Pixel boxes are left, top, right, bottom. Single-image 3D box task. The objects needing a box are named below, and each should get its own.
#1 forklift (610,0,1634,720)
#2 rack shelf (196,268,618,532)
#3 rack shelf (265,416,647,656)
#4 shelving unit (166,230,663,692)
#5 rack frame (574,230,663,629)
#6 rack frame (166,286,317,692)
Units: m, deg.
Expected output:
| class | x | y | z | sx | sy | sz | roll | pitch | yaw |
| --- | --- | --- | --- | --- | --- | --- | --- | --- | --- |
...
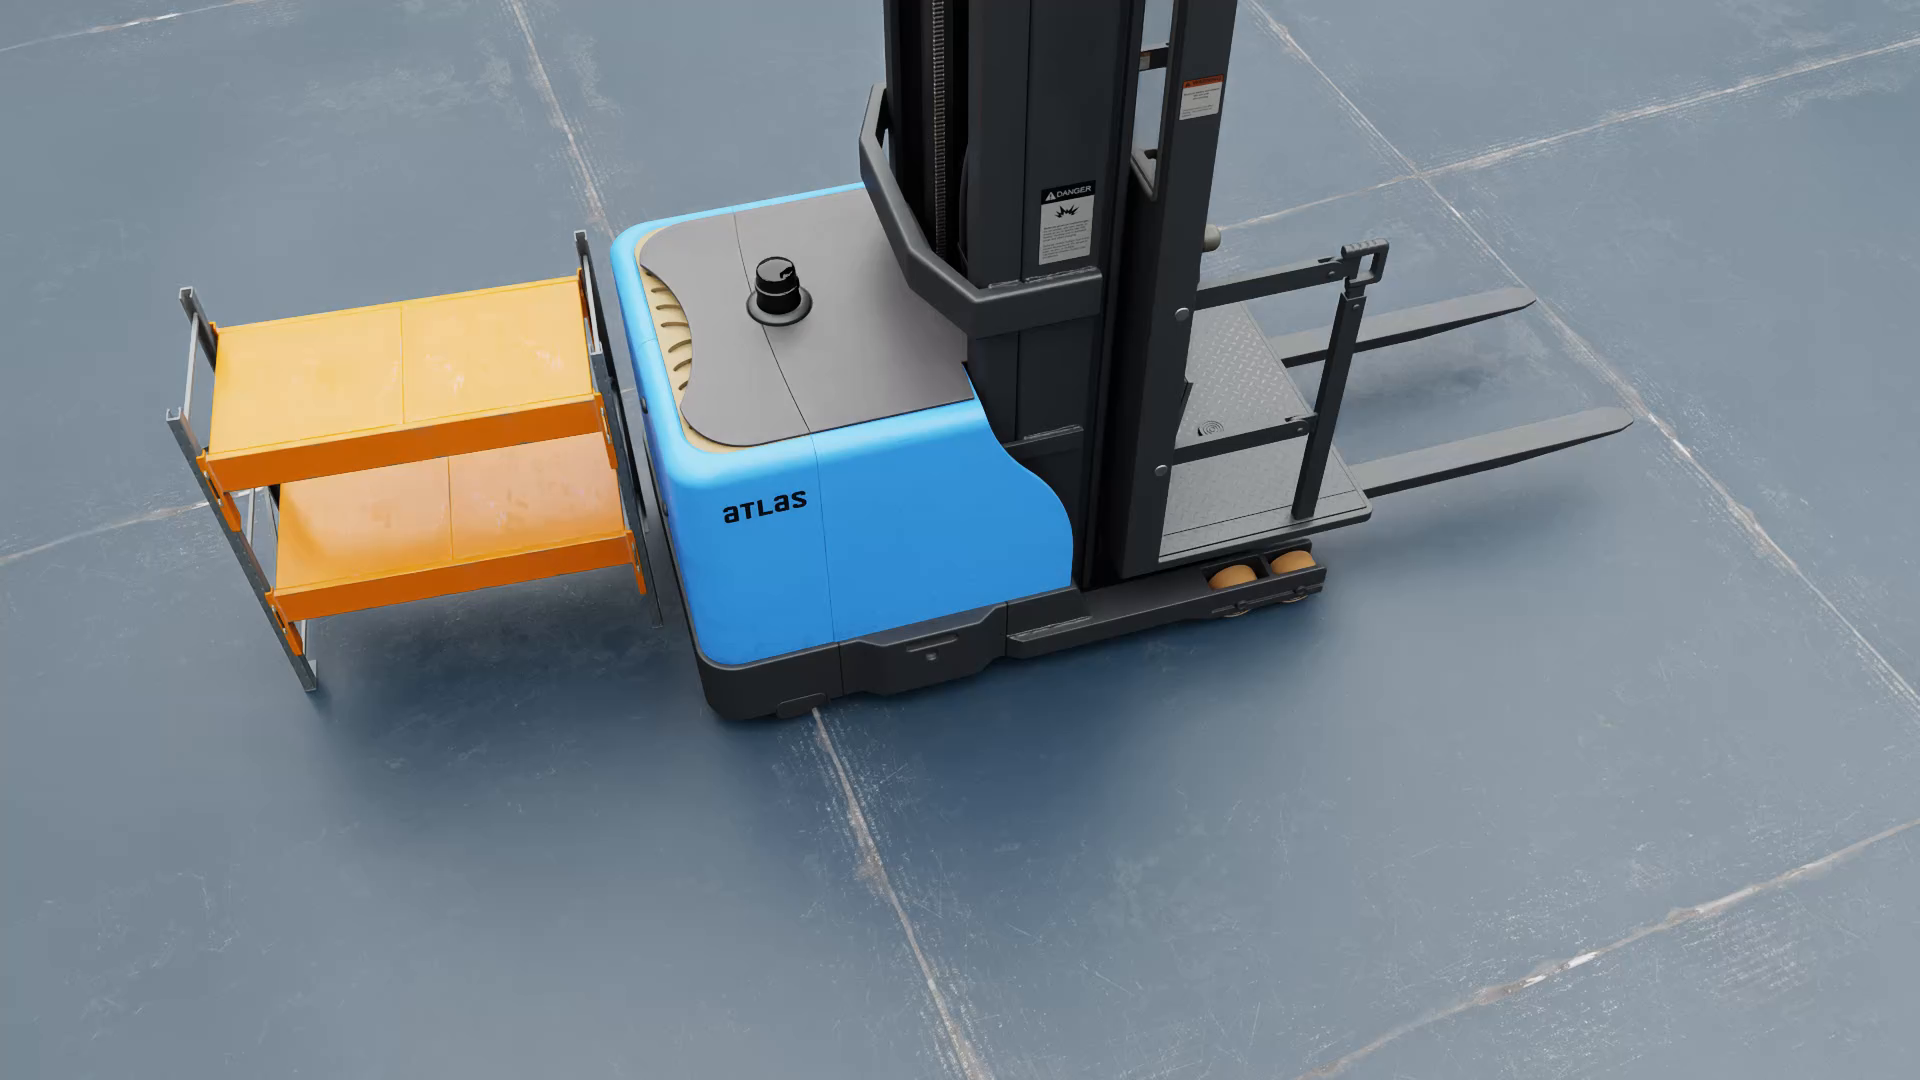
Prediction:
| class | x | y | z | sx | sy | sz | roll | pitch | yaw |
| --- | --- | --- | --- | --- | --- | --- | --- | --- | --- |
| forklift | 0.598 | -1.094 | 4.257 | 3.031 | 2.935 | 1.130 | -13 | 51 | -11 |
| rack shelf | -1.464 | -0.387 | 4.455 | 1.000 | 0.278 | 0.538 | -10 | 50 | -9 |
| rack shelf | -1.464 | -0.037 | 4.862 | 1.000 | 0.278 | 0.538 | -10 | 50 | -9 |
| shelving unit | -1.464 | -0.196 | 4.677 | 1.048 | 1.125 | 0.538 | -10 | 50 | -9 |
| rack frame | -0.969 | -0.284 | 4.752 | 0.032 | 1.125 | 0.500 | -10 | 50 | -9 |
| rack frame | -1.958 | -0.108 | 4.601 | 0.032 | 1.125 | 0.500 | -10 | 50 | -9 |
